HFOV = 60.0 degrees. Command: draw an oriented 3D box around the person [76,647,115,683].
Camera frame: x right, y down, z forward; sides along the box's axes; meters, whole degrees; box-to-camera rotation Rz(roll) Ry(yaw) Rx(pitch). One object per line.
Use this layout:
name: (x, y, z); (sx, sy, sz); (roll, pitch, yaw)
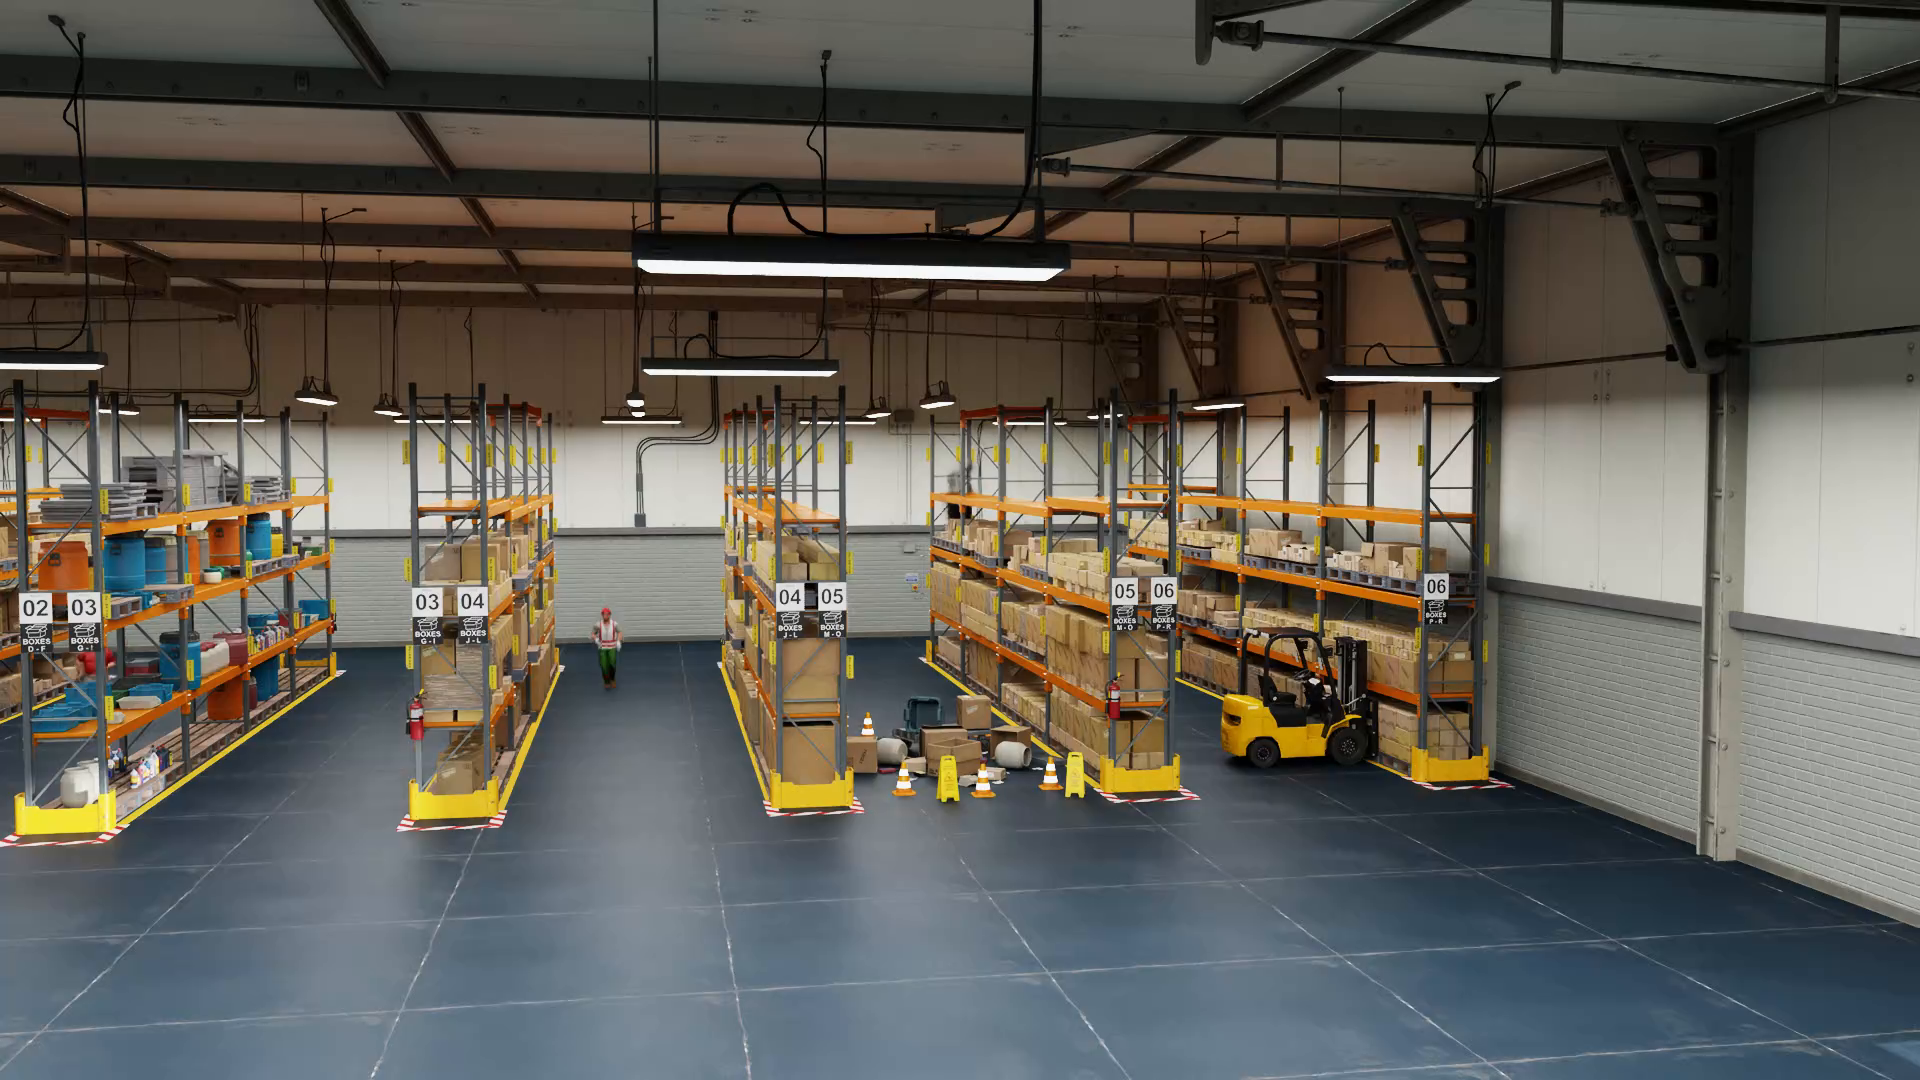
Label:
person: (-15.891, 2.598, 30.589); (0.637, 1.721, 0.669); (-1, 3, -27)

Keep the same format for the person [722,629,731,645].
person: (-5.539, 2.105, 40.856); (0.519, 1.714, 0.986); (0, 3, 6)

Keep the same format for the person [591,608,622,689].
person: (-7.530, 2.320, 35.400); (0.651, 1.744, 0.609); (-1, 3, -10)
